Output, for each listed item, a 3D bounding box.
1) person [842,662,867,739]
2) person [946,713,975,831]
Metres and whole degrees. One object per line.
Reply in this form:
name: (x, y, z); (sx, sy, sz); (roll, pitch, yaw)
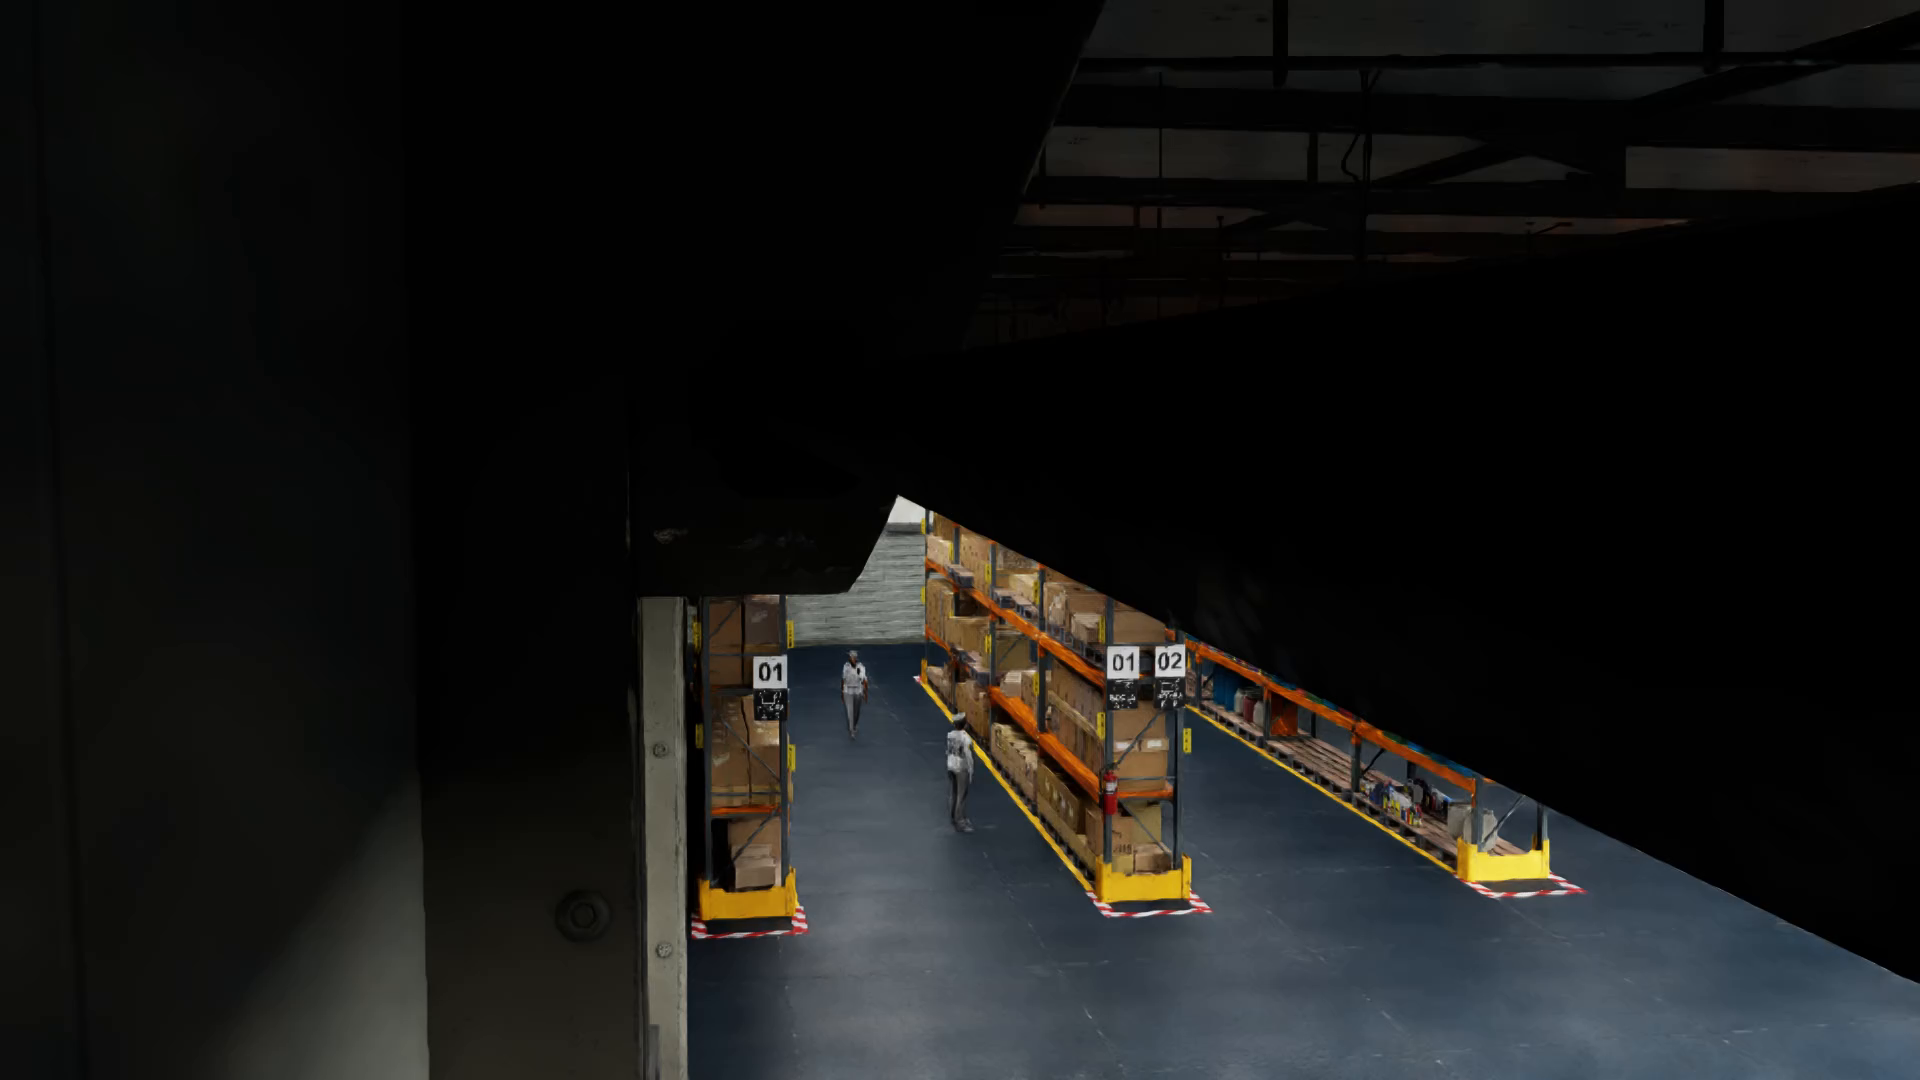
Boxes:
person: (-1.949, 2.924, 30.711); (0.443, 1.402, 0.998); (-1, 5, -10)
person: (0.026, 3.356, 24.196); (0.408, 1.679, 0.538); (-4, 7, -40)
